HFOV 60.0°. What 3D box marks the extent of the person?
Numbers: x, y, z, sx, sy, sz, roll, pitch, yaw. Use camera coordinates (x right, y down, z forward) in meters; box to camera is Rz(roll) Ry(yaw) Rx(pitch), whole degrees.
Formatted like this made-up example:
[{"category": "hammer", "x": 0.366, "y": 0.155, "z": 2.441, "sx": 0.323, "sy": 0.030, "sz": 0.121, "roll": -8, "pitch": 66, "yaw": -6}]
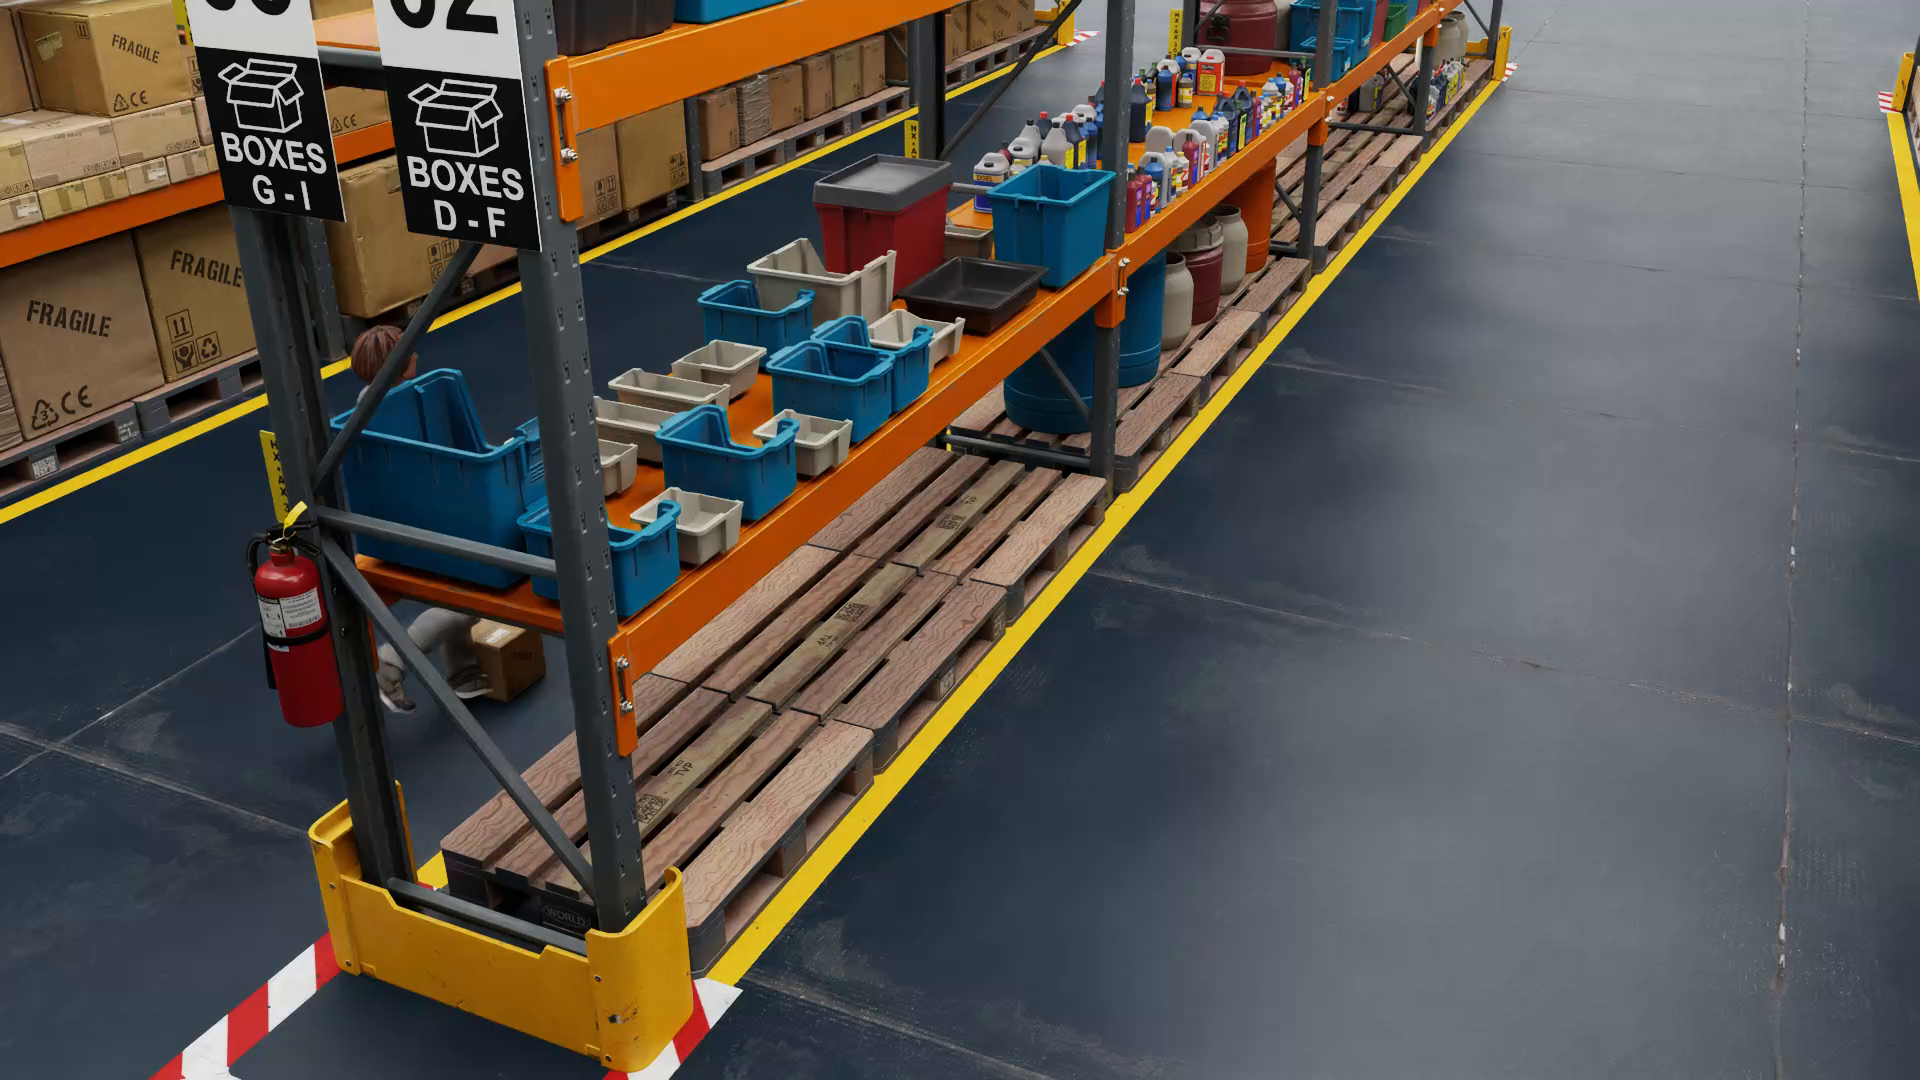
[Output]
[{"category": "person", "x": -2.021, "y": -0.055, "z": 6.202, "sx": 0.618, "sy": 1.583, "sz": 0.417, "roll": -13, "pitch": 29, "yaw": -24}]
